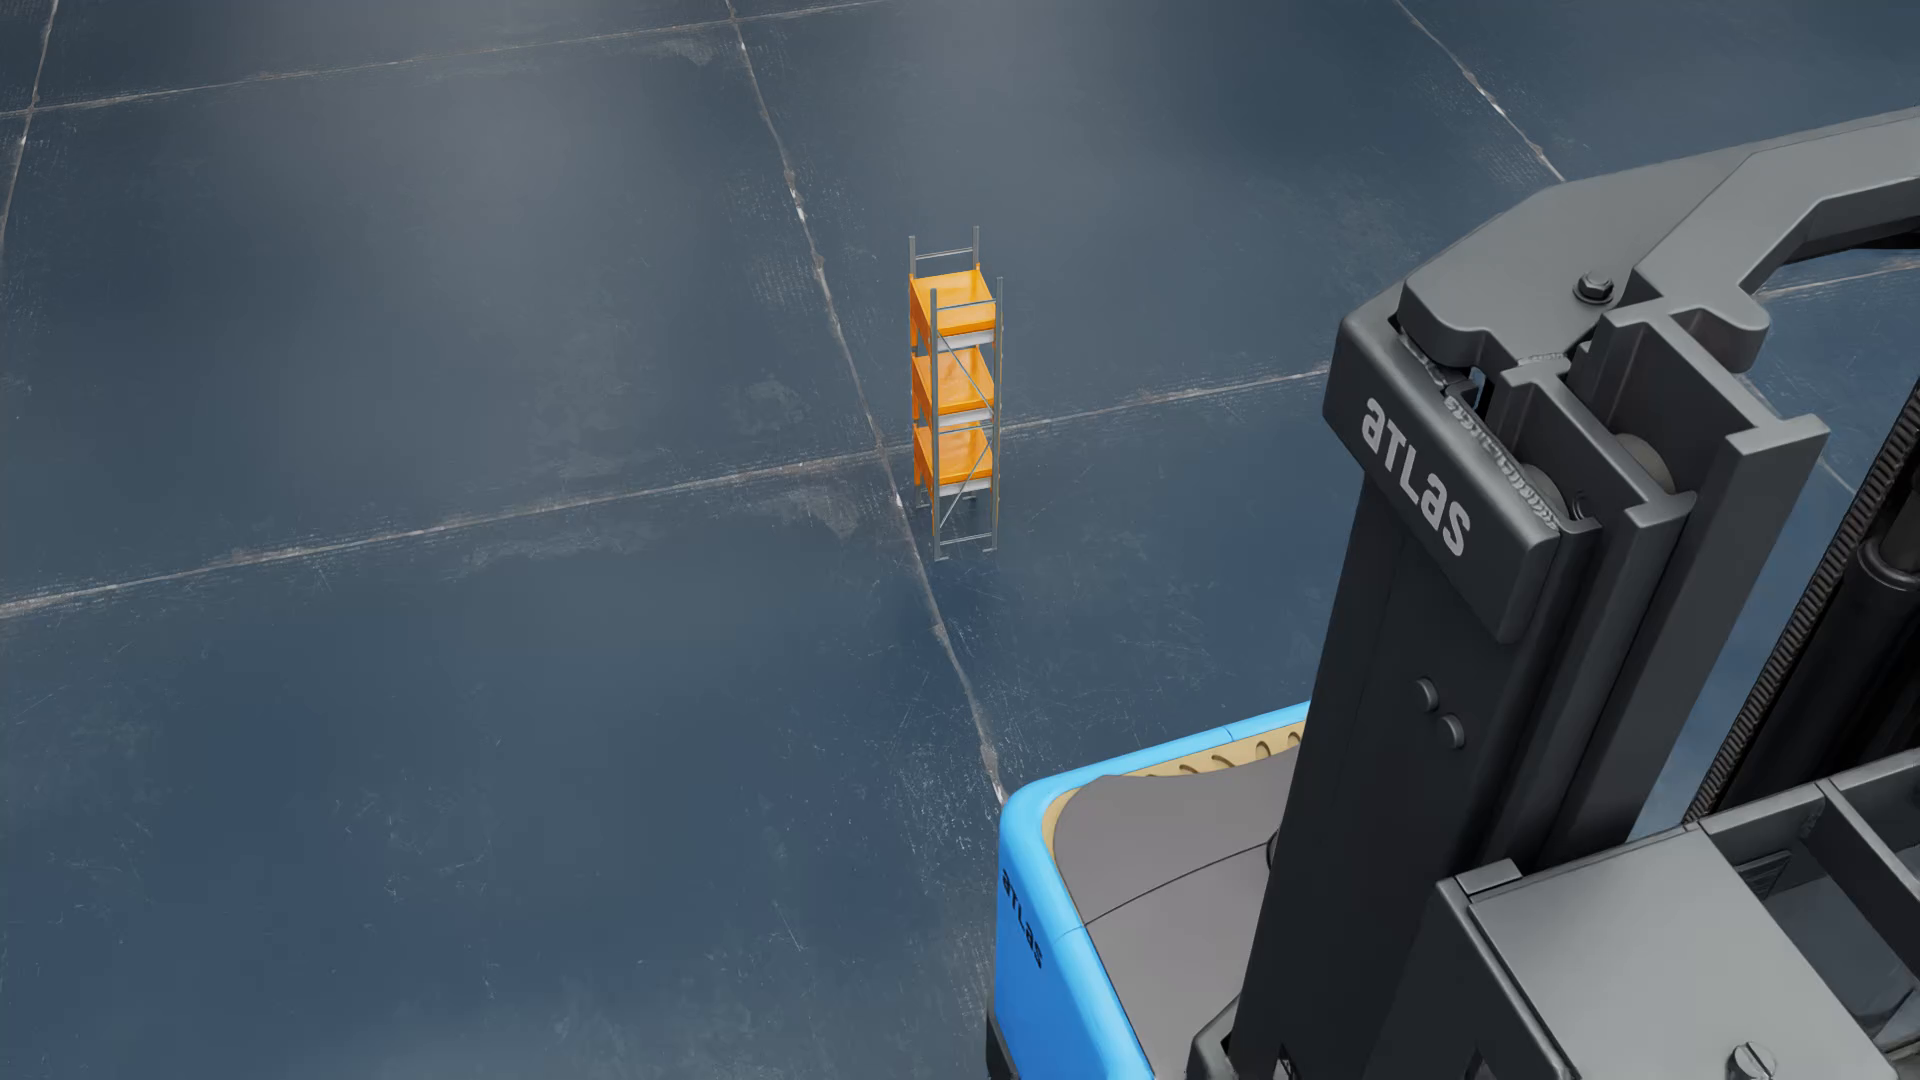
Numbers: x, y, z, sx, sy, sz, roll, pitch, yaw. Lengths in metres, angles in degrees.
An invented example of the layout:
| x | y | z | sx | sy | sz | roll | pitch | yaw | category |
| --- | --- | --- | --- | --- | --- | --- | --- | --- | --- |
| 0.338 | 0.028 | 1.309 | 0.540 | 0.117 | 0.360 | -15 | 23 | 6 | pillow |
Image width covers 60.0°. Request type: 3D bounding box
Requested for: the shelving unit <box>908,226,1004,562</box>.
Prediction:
| x | y | z | sx | sy | sz | roll | pitch | yaw | category |
| --- | --- | --- | --- | --- | --- | --- | --- | --- | --- |
| -0.014 | -0.404 | 4.911 | 0.215 | 1.050 | 0.252 | -11 | 47 | -10 | shelving unit |

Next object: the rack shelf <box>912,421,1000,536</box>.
| x | y | z | sx | sy | sz | roll | pitch | yaw | category |
| --- | --- | --- | --- | --- | --- | --- | --- | --- | --- |
| -0.014 | -0.202 | 5.117 | 0.215 | 0.259 | 0.240 | -11 | 47 | -10 | rack shelf |

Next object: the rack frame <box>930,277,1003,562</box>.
| x | y | z | sx | sy | sz | roll | pitch | yaw | category |
| --- | --- | --- | --- | --- | --- | --- | --- | --- | --- |
| 0.018 | -0.320 | 4.829 | 0.200 | 1.050 | 0.008 | -11 | 47 | -10 | rack frame |

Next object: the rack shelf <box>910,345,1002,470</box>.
| x | y | z | sx | sy | sz | roll | pitch | yaw | category |
| --- | --- | --- | --- | --- | --- | --- | --- | --- | --- |
| -0.014 | -0.397 | 4.919 | 0.215 | 0.259 | 0.240 | -11 | 47 | -10 | rack shelf |

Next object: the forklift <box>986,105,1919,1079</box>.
| x | y | z | sx | sy | sz | roll | pitch | yaw | category |
| --- | --- | --- | --- | --- | --- | --- | --- | --- | --- |
| 1.032 | 1.097 | 2.122 | 1.130 | 2.935 | 3.031 | -14 | 47 | -14 | forklift |

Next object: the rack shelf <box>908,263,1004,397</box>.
| x | y | z | sx | sy | sz | roll | pitch | yaw | category |
| --- | --- | --- | --- | --- | --- | --- | --- | --- | --- |
| -0.014 | -0.596 | 4.716 | 0.215 | 0.259 | 0.240 | -11 | 47 | -10 | rack shelf |

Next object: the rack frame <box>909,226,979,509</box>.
| x | y | z | sx | sy | sz | roll | pitch | yaw | category |
| --- | --- | --- | --- | --- | --- | --- | --- | --- | --- |
| -0.045 | -0.489 | 4.994 | 0.200 | 1.050 | 0.008 | -11 | 47 | -10 | rack frame |
